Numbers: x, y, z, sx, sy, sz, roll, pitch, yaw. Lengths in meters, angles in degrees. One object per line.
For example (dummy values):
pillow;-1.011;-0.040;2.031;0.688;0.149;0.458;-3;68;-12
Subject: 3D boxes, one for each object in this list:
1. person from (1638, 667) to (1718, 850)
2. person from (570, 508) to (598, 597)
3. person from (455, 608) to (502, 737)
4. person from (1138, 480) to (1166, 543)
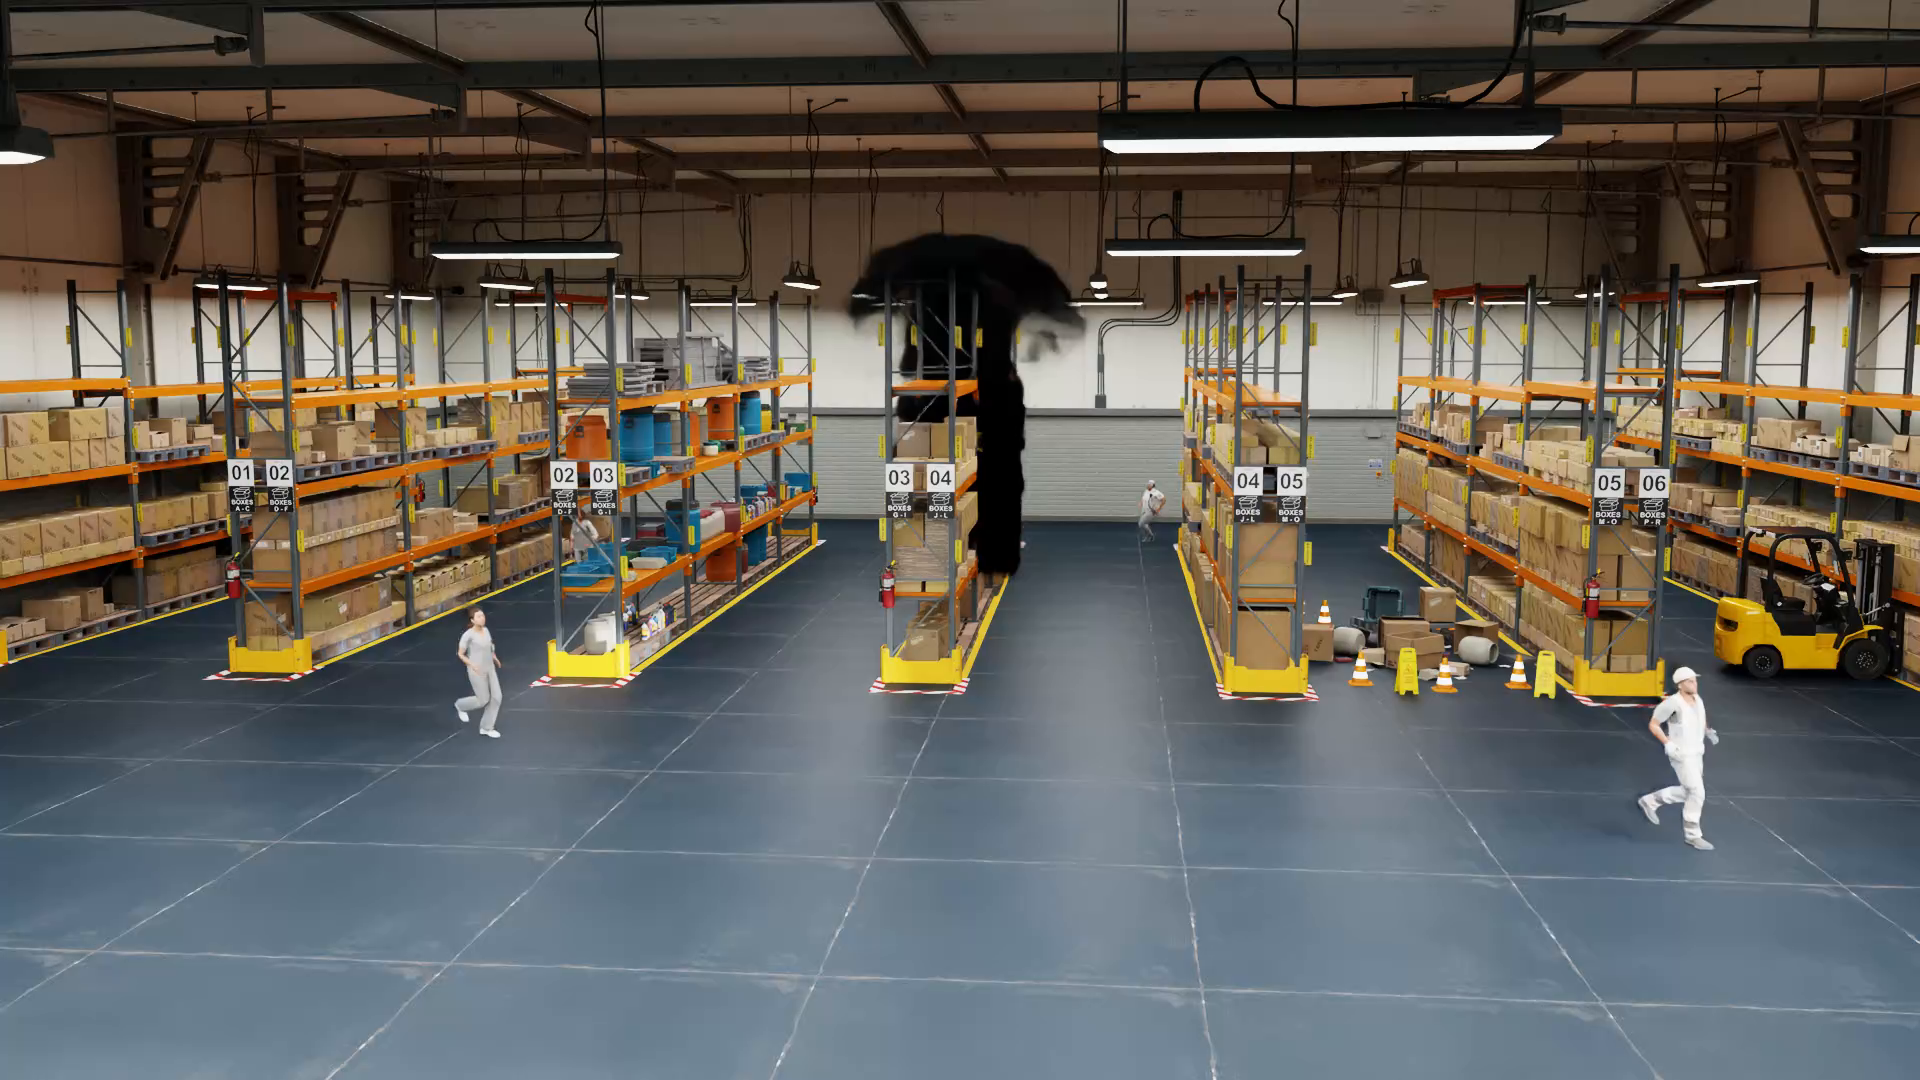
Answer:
person;7.177;2.133;16.523;0.646;1.779;0.771;-5;8;-35
person;-6.947;0.257;30.738;0.555;1.535;0.579;1;7;12
person;-6.089;1.660;21.048;0.684;1.627;0.580;4;8;31
person;4.615;-0.695;40.555;0.606;1.574;0.758;-4;8;-27
